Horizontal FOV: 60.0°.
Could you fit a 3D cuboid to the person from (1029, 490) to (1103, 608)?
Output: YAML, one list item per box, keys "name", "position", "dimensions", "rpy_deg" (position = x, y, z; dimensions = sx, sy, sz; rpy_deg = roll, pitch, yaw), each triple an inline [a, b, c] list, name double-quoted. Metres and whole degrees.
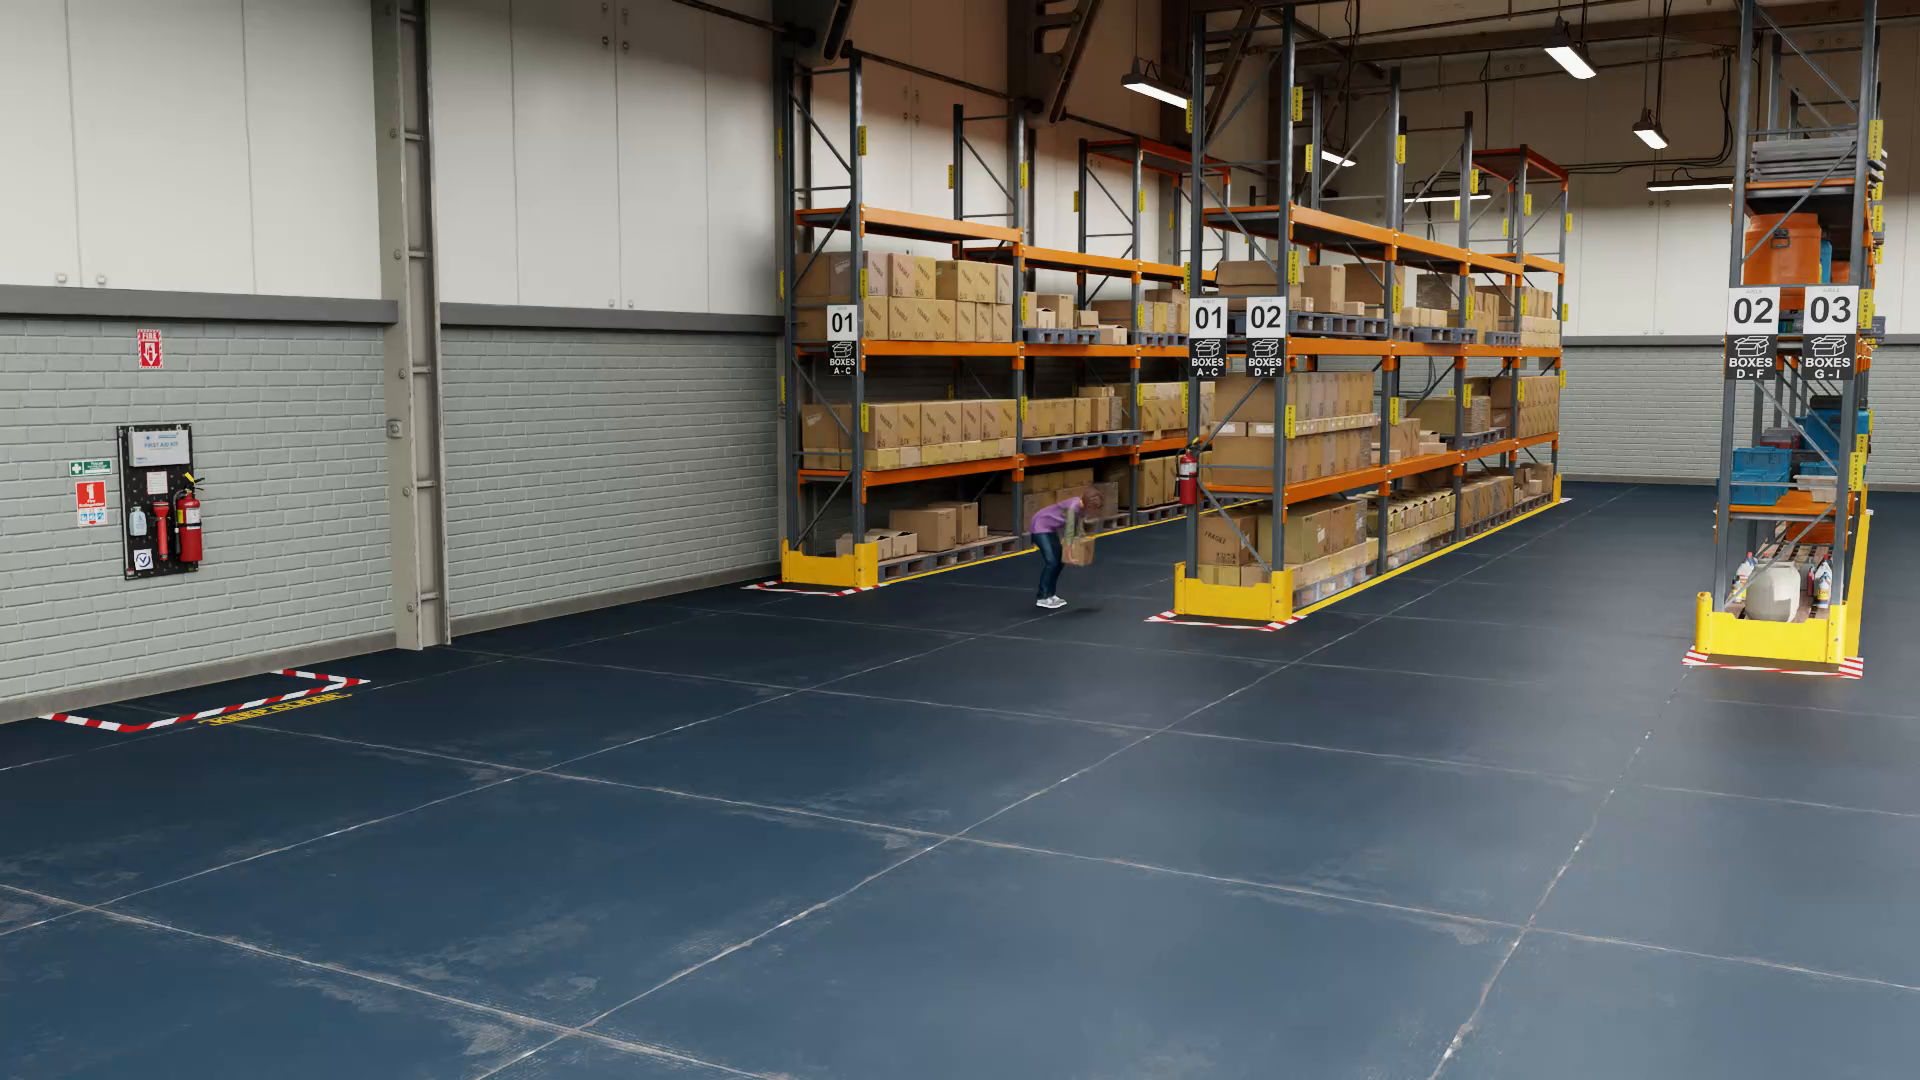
- name: "person"
  position: [1.108, 0.094, 17.380]
  dimensions: [0.810, 1.240, 0.378]
  rpy_deg: [3, 7, 27]
